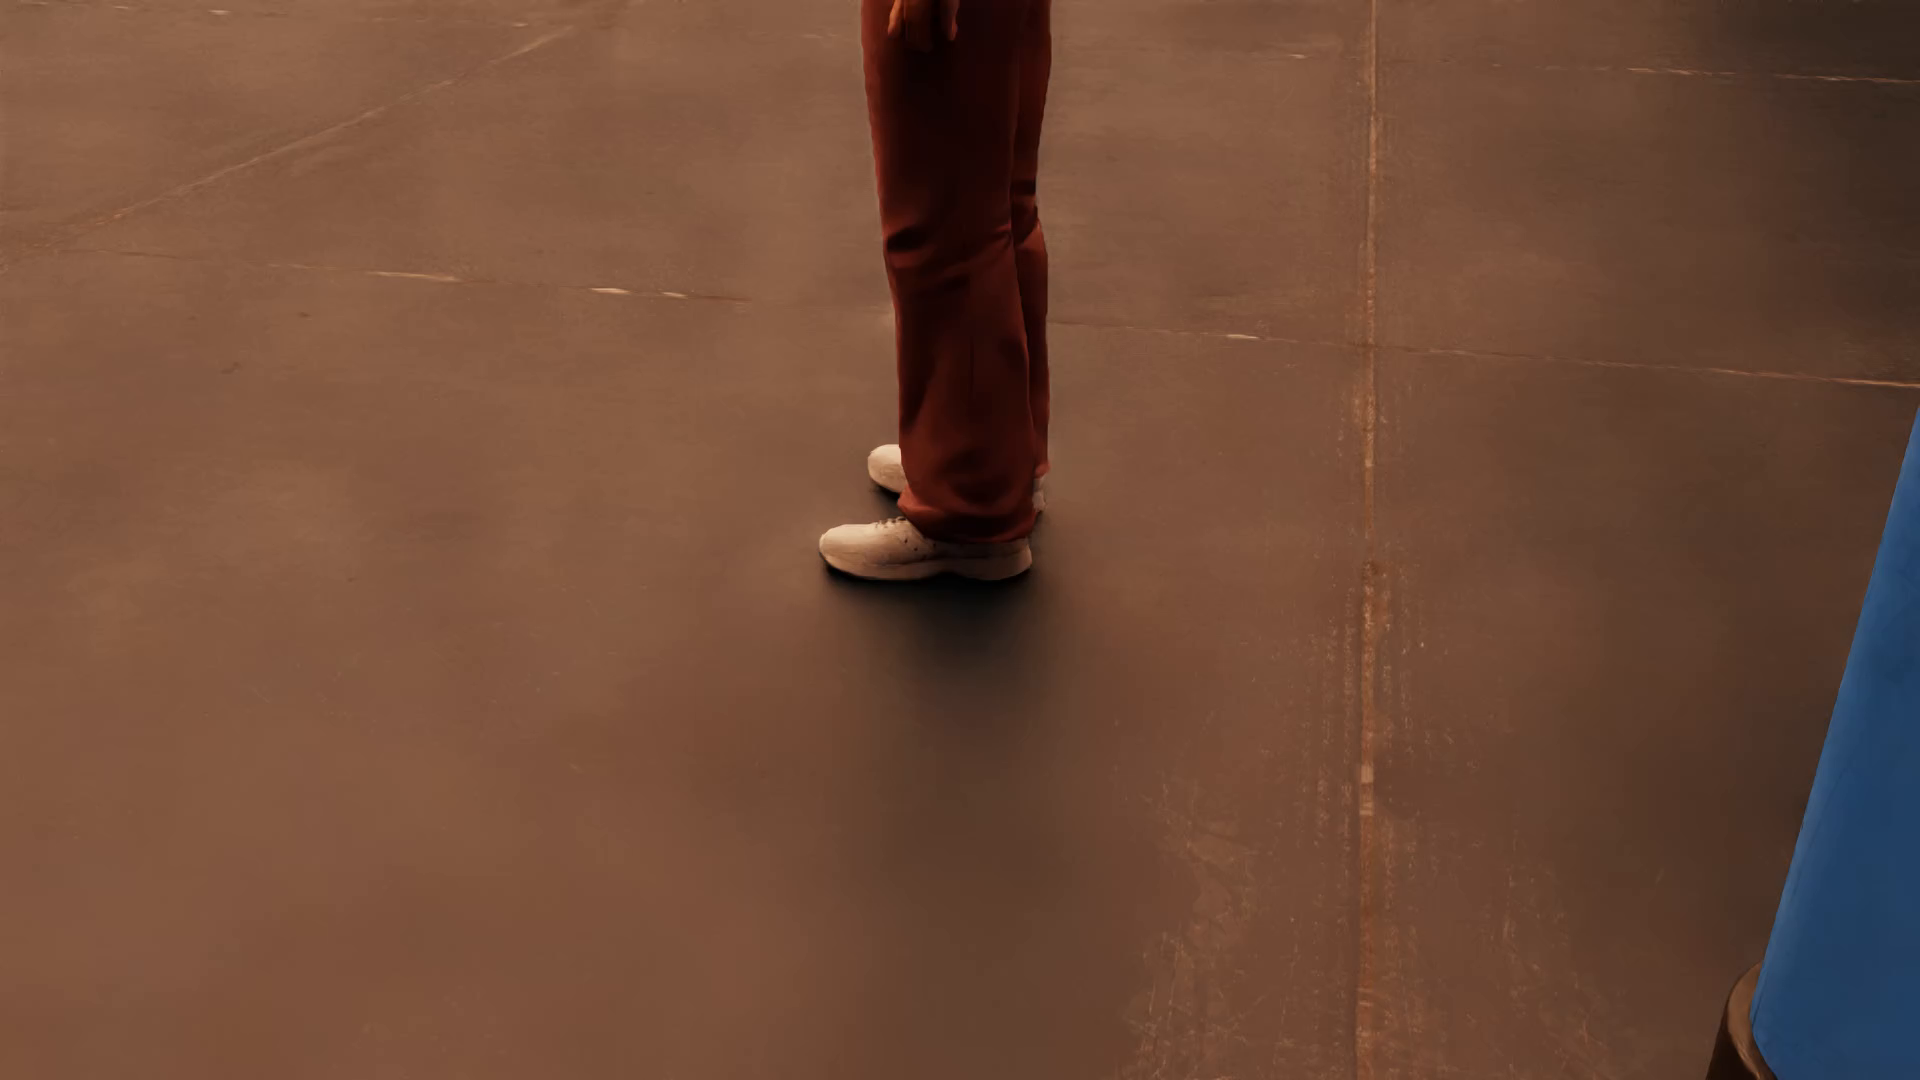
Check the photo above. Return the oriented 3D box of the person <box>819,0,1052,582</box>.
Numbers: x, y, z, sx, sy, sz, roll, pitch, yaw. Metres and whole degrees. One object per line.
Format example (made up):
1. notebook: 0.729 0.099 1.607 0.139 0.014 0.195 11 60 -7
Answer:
1. person: -0.009 -0.746 2.123 0.365 1.673 0.429 6 27 11
